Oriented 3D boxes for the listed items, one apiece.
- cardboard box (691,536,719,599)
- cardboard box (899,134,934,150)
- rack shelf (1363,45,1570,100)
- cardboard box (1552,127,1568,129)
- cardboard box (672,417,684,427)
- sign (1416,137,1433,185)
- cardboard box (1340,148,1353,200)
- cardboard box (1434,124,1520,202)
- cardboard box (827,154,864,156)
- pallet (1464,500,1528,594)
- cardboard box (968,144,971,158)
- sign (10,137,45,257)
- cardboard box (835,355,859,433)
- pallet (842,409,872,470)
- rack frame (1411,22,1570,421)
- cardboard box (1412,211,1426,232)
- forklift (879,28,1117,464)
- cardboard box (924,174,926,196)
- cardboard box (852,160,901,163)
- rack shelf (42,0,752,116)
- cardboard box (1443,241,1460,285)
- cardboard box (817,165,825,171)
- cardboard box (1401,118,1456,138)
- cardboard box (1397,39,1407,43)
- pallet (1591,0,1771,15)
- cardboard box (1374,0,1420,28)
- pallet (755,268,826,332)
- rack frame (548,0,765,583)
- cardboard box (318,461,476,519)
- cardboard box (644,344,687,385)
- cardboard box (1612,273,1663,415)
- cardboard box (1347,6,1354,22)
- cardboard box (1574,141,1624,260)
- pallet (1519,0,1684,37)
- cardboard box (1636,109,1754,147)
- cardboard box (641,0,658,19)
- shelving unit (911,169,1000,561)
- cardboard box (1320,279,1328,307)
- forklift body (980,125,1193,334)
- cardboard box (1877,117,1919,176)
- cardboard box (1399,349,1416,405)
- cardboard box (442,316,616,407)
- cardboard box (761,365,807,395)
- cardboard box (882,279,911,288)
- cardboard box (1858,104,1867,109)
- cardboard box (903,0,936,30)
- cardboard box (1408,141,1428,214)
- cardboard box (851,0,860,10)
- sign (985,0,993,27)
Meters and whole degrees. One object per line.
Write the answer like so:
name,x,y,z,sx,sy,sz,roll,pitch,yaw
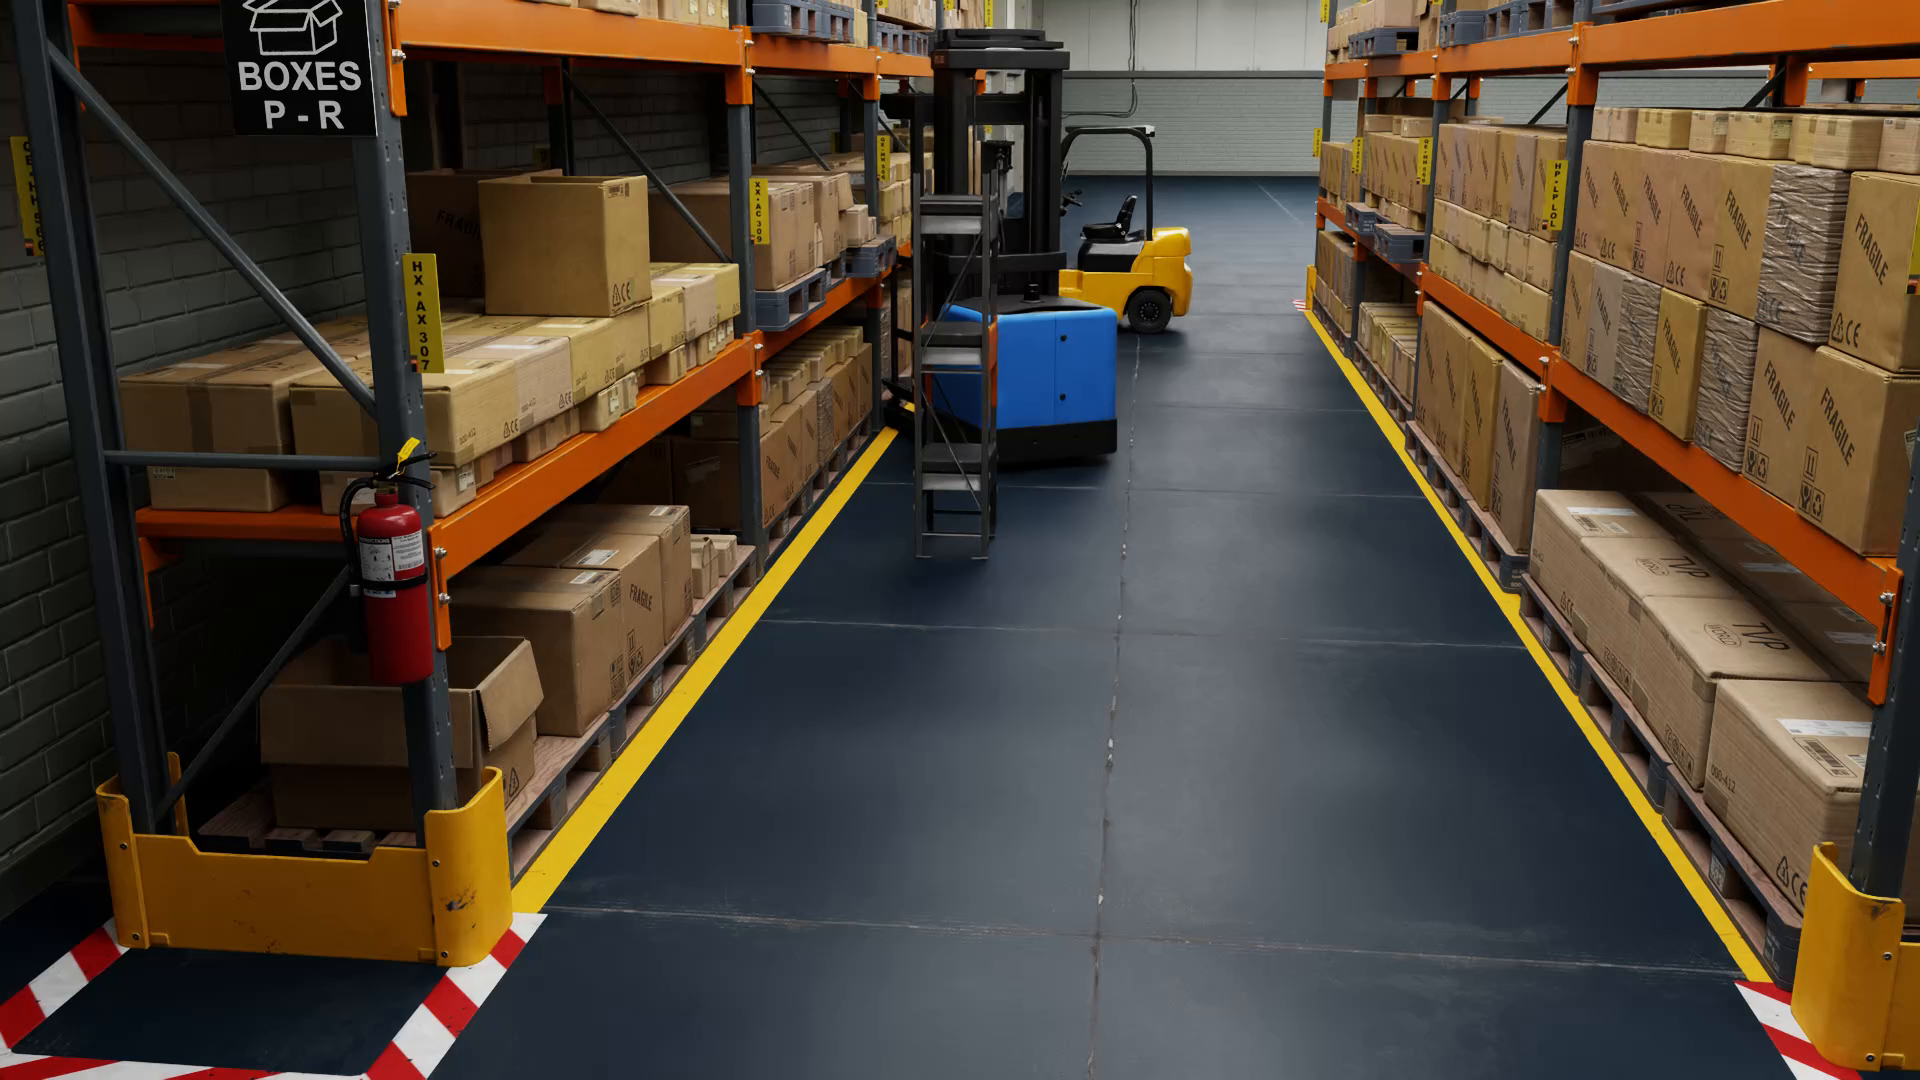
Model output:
cardboard box,-1.367,0.110,7.941,0.396,0.266,0.258,2,15,8
cardboard box,-0.400,-3.977,16.620,0.380,0.149,0.250,2,15,7
rack shelf,4.054,-3.764,13.468,1.077,0.370,4.000,2,15,6
cardboard box,3.918,-2.272,10.210,0.500,0.500,0.500,2,15,6
cardboard box,-1.776,-0.734,9.372,0.380,0.149,0.250,2,15,6
sign,3.288,-2.679,11.756,0.100,0.325,0.005,2,15,6
cardboard box,4.188,-3.765,17.078,0.500,0.500,0.500,2,15,8
cardboard box,3.530,-2.555,11.257,0.500,0.500,0.500,1,15,4
cardboard box,-1.017,-3.471,15.318,0.380,0.149,0.250,2,15,6
pallet,3.389,0.037,9.123,1.003,0.211,1.213,2,15,6
cardboard box,-0.082,-4.295,18.364,0.380,0.149,0.250,2,15,7
sign,-2.556,-0.948,4.598,0.100,0.325,0.005,2,15,6
cardboard box,-1.005,-1.040,11.748,0.500,0.500,0.500,1,15,5
pallet,-1.226,-0.751,12.036,1.003,0.211,1.213,2,15,6
rack frame,3.829,-2.145,11.847,1.000,3.000,0.127,2,15,6
cardboard box,3.590,-2.390,12.430,0.380,0.149,0.250,2,15,7
forklift,0.060,-2.268,12.435,1.130,2.935,3.031,-6,16,-22
cardboard box,-0.568,-3.095,14.692,0.500,0.250,0.500,2,15,7
cardboard box,-0.707,-3.131,14.059,0.380,0.149,0.250,2,15,6
rack shelf,-1.781,-1.834,6.331,1.077,0.370,4.000,2,15,6
cardboard box,3.483,-1.819,10.930,0.500,0.250,0.500,1,15,5
cardboard box,-1.260,-2.878,13.125,0.380,0.149,0.250,2,15,6
cardboard box,3.733,-3.285,13.256,0.380,0.149,0.250,1,15,4
cardboard box,4.062,-4.824,15.727,0.500,0.250,0.500,2,15,6
pallet,3.274,-2.301,6.847,1.003,0.211,1.213,2,15,6
cardboard box,3.725,-4.358,13.768,0.500,0.250,0.500,2,15,6
pallet,-1.357,-1.364,9.327,1.003,0.211,1.213,2,15,6
rack frame,-1.555,-1.252,8.547,1.000,3.000,0.127,2,15,6
cardboard box,-1.697,-0.171,5.029,0.380,0.149,0.250,2,15,6
cardboard box,-1.411,-0.770,7.246,0.380,0.149,0.250,1,15,5
cardboard box,2.941,-0.782,6.617,0.500,0.500,0.500,2,15,7
cardboard box,4.179,-5.387,17.046,0.380,0.149,0.250,2,15,7
cardboard box,3.083,-1.522,7.436,0.500,0.500,0.500,2,15,7
pallet,3.432,-2.702,8.529,0.805,0.209,1.217,1,15,4
cardboard box,2.995,-1.680,6.779,0.380,0.149,0.250,2,15,6
cardboard box,-1.463,-2.212,6.832,0.380,0.149,0.250,2,15,8
shelving unit,-0.019,-0.971,9.229,0.431,2.100,0.503,2,15,6
cardboard box,4.300,-2.762,18.592,0.500,0.250,0.500,2,15,8
forklift body,1.398,-3.410,18.151,2.313,2.155,1.214,2,15,6
cardboard box,2.772,-1.079,4.558,0.380,0.149,0.250,2,15,7
cardboard box,3.902,-1.225,12.676,0.950,0.372,0.625,1,15,2
cardboard box,-1.577,-0.658,6.068,0.500,0.250,0.500,1,15,5
cardboard box,-1.165,-0.987,10.309,0.380,0.149,0.250,2,15,8
cardboard box,-0.795,-2.047,15.231,0.875,0.625,0.625,2,15,6
cardboard box,9.430,-4.033,16.474,0.875,0.550,0.550,2,15,6
cardboard box,-0.492,-4.788,15.052,0.500,0.311,0.500,1,15,4
cardboard box,3.604,-2.665,12.207,0.500,0.500,0.500,1,15,5
cardboard box,-0.905,-3.759,11.594,0.380,0.149,0.250,2,15,7
sign,0.336,-6.182,19.488,0.100,0.325,0.005,2,15,6
